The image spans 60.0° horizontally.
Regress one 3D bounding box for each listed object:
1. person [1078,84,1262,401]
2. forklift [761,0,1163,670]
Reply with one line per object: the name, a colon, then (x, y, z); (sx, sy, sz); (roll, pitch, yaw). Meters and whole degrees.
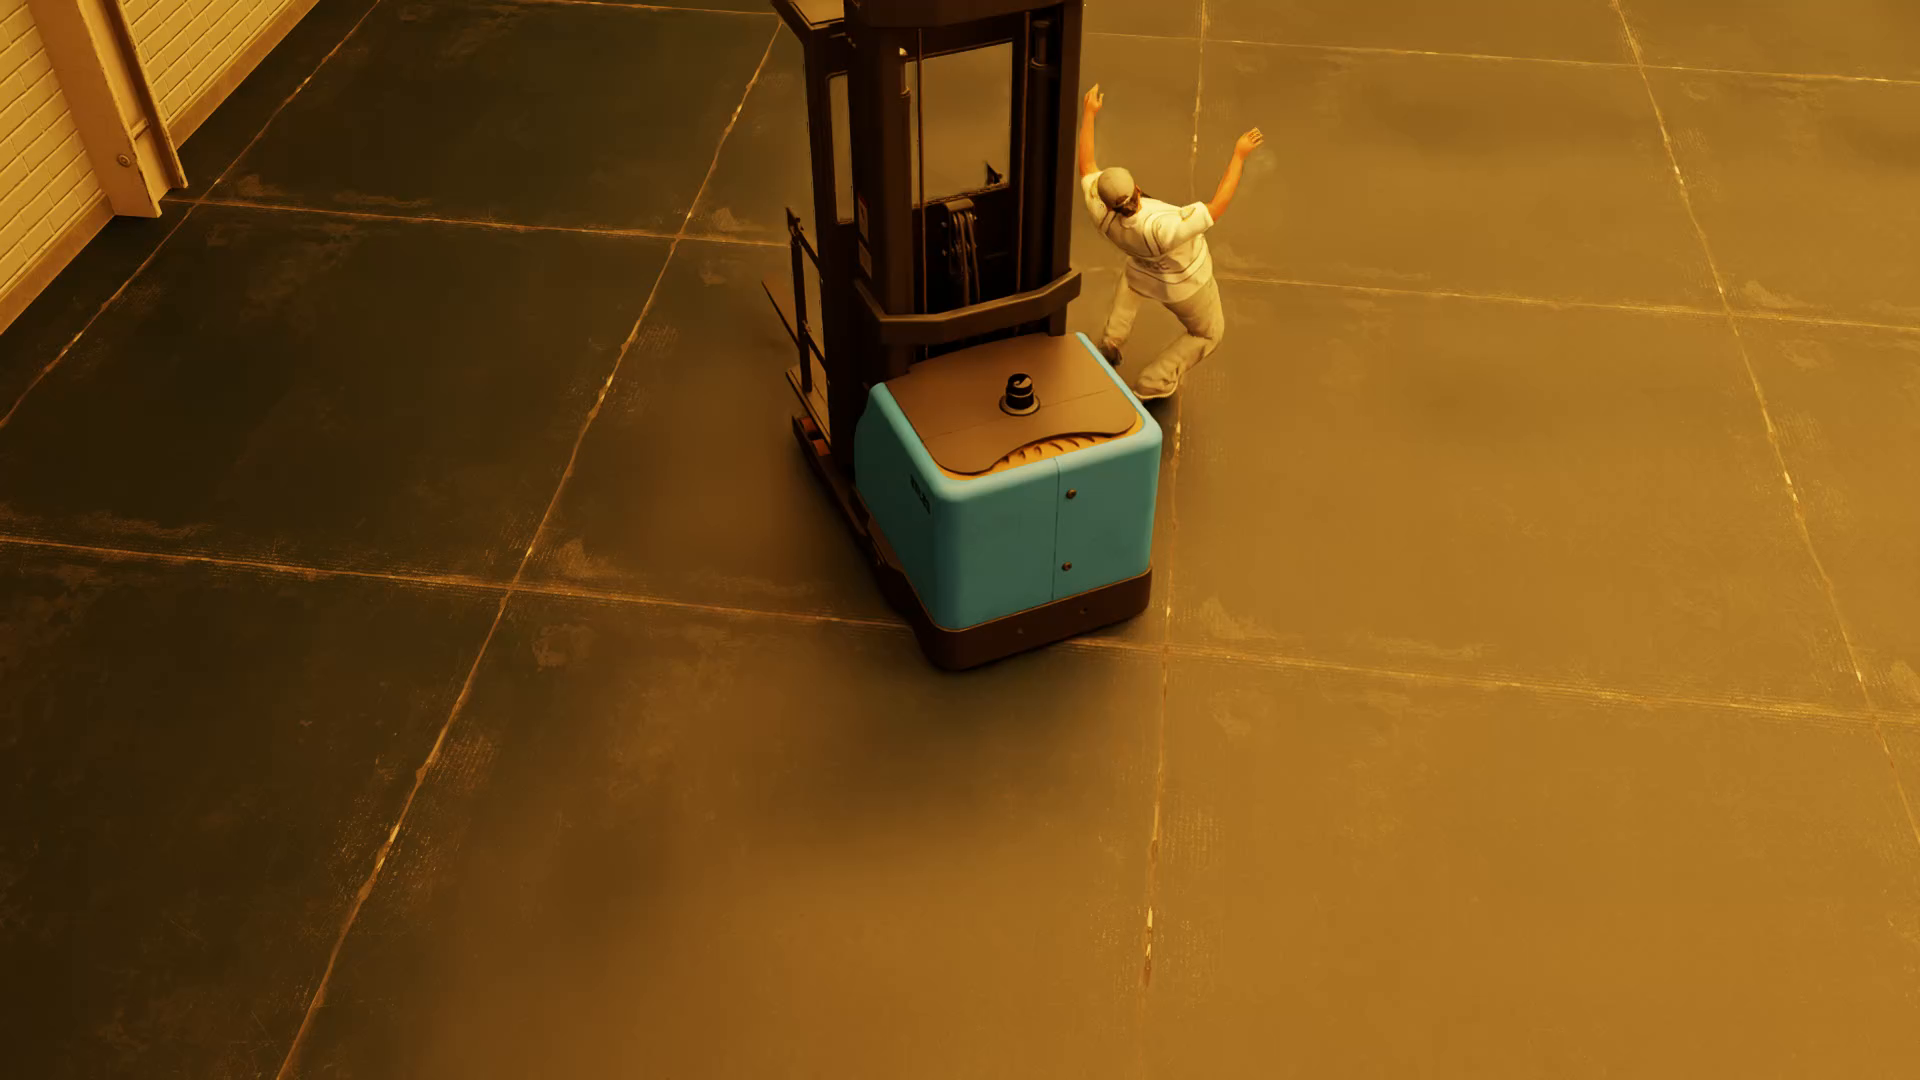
person: (0.914, -1.409, 8.299); (0.884, 1.545, 0.720); (32, 51, 30)
forklift: (-0.191, -1.522, 7.381); (1.130, 2.935, 3.031); (-16, 45, -17)
